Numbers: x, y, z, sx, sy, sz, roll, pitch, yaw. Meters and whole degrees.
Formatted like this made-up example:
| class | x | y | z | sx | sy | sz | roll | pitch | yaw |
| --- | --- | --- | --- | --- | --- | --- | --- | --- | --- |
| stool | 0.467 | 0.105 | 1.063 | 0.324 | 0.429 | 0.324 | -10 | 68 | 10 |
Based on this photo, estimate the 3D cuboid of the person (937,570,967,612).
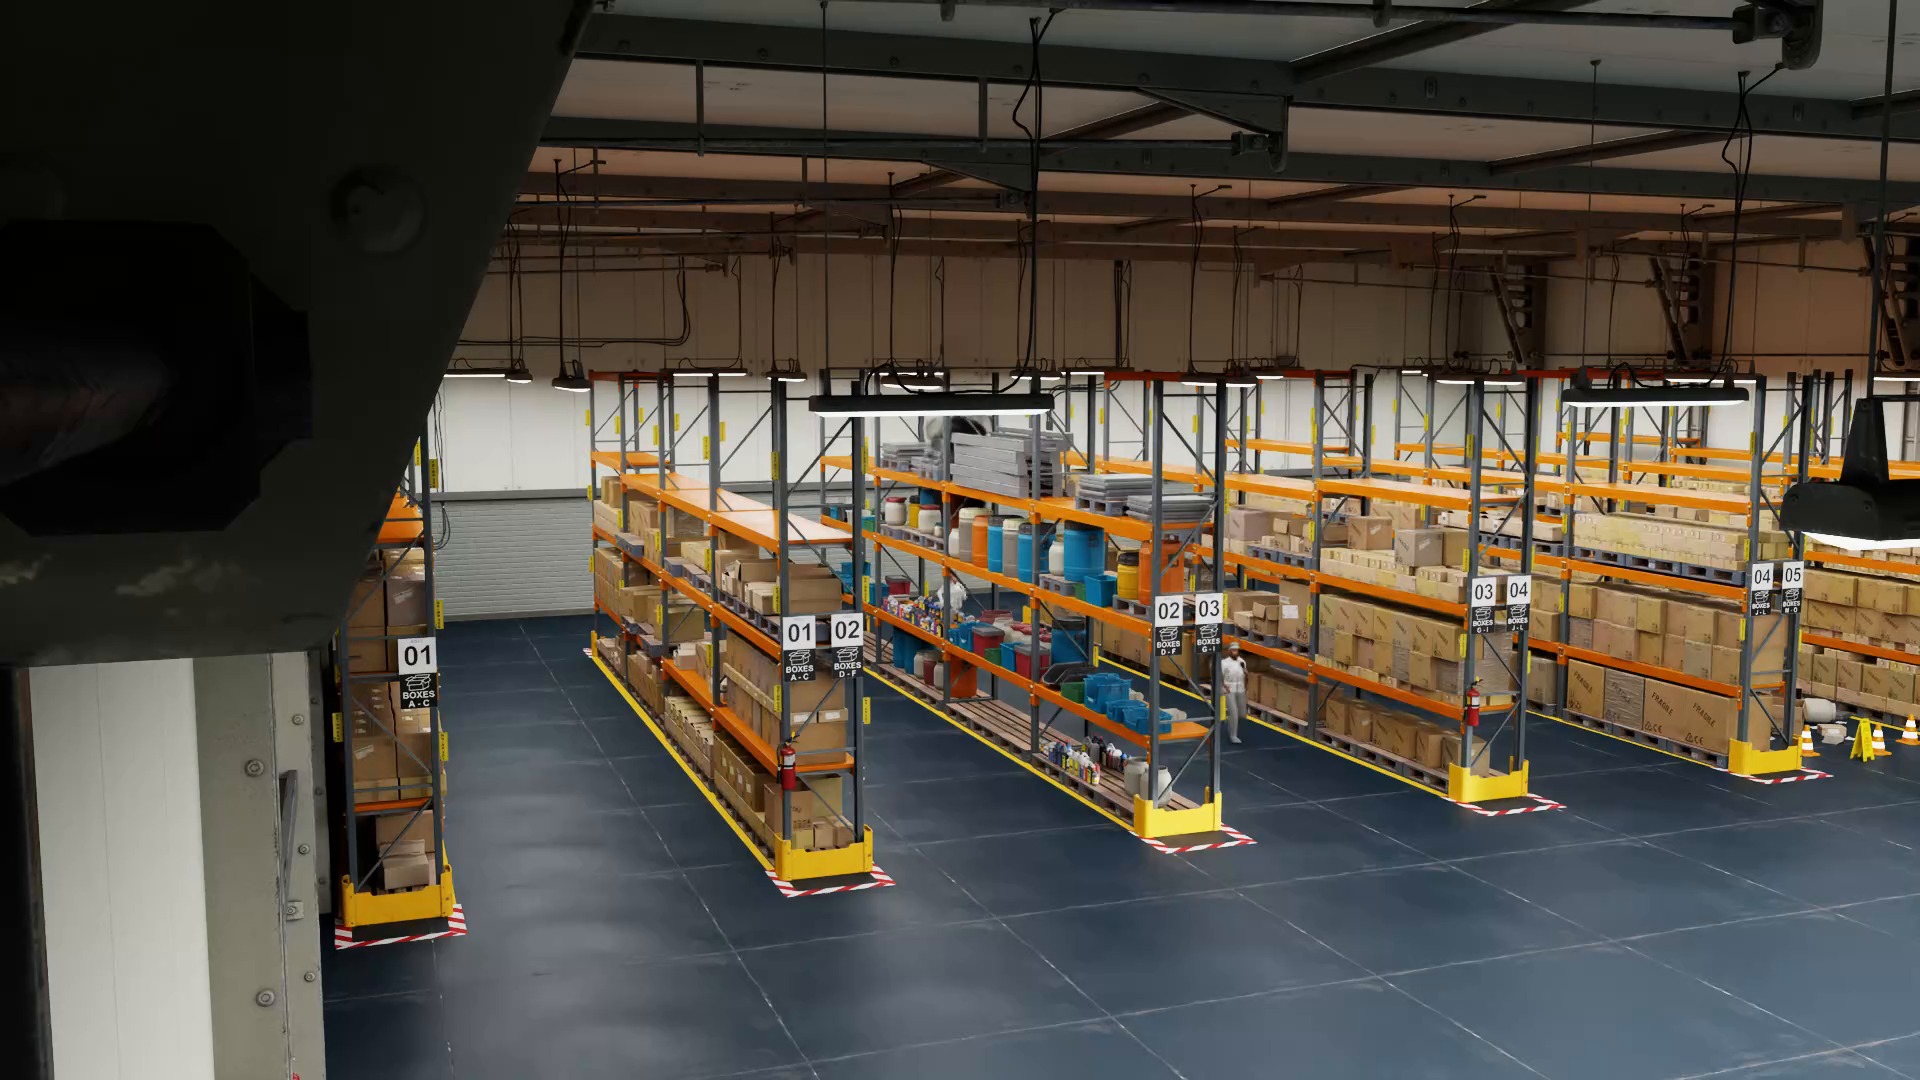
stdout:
| class | x | y | z | sx | sy | sz | roll | pitch | yaw |
| --- | --- | --- | --- | --- | --- | --- | --- | --- | --- |
| person | -0.115 | 1.498 | 35.863 | 0.577 | 1.728 | 0.710 | -5 | 8 | -39 |

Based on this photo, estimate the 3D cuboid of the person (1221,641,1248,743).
| class | x | y | z | sx | sy | sz | roll | pitch | yaw |
| --- | --- | --- | --- | --- | --- | --- | --- | --- | --- |
| person | 4.466 | 2.471 | 27.255 | 0.576 | 1.652 | 0.592 | -2 | 7 | -17 |
